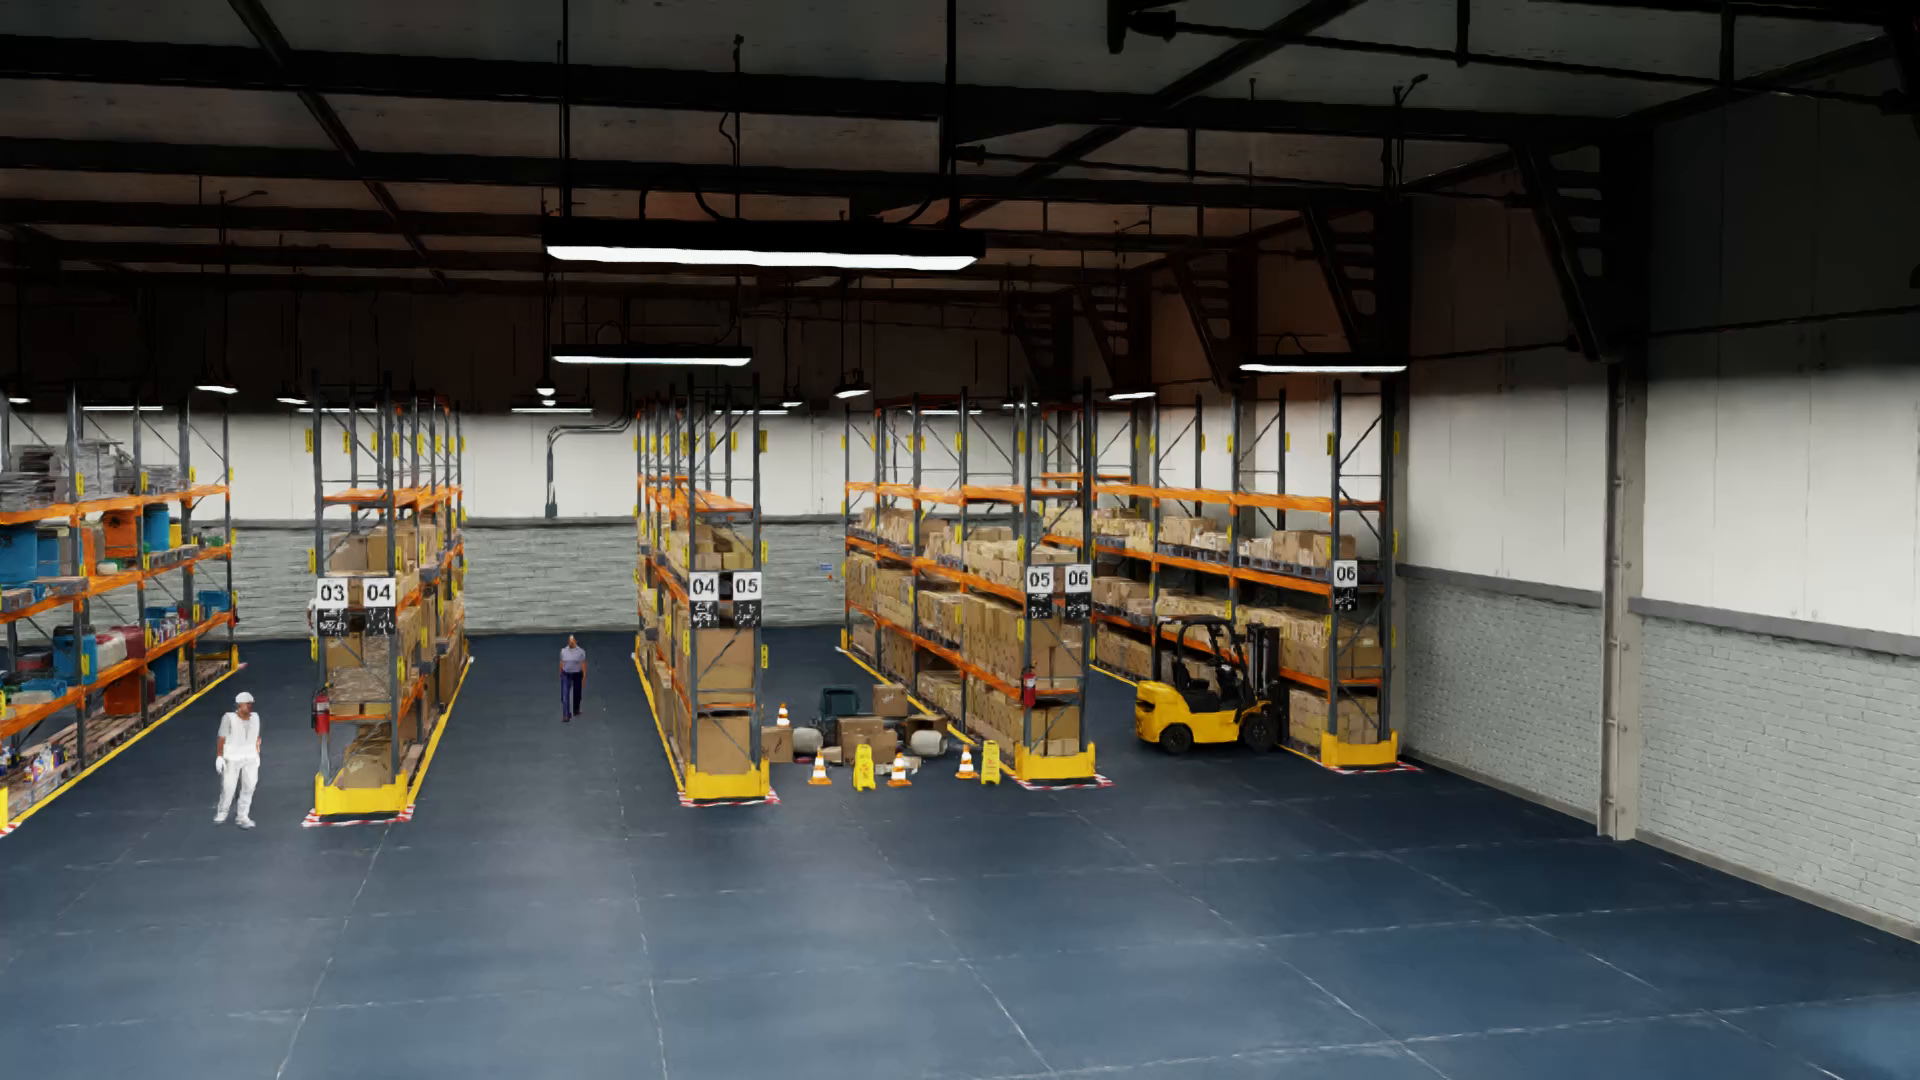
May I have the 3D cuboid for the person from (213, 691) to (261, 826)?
[{"bbox_3d":[-9.480,2.860,21.817,0.566,1.771,0.598,3,4,42],"label":"person"}]

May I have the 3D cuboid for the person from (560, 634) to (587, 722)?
[{"bbox_3d":[-7.000,2.467,30.107,0.478,1.567,1.093,-1,3,-16],"label":"person"}]

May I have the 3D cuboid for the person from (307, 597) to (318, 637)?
[{"bbox_3d":[-14.807,1.921,38.689,0.719,1.714,0.578,-1,3,-16],"label":"person"}]
